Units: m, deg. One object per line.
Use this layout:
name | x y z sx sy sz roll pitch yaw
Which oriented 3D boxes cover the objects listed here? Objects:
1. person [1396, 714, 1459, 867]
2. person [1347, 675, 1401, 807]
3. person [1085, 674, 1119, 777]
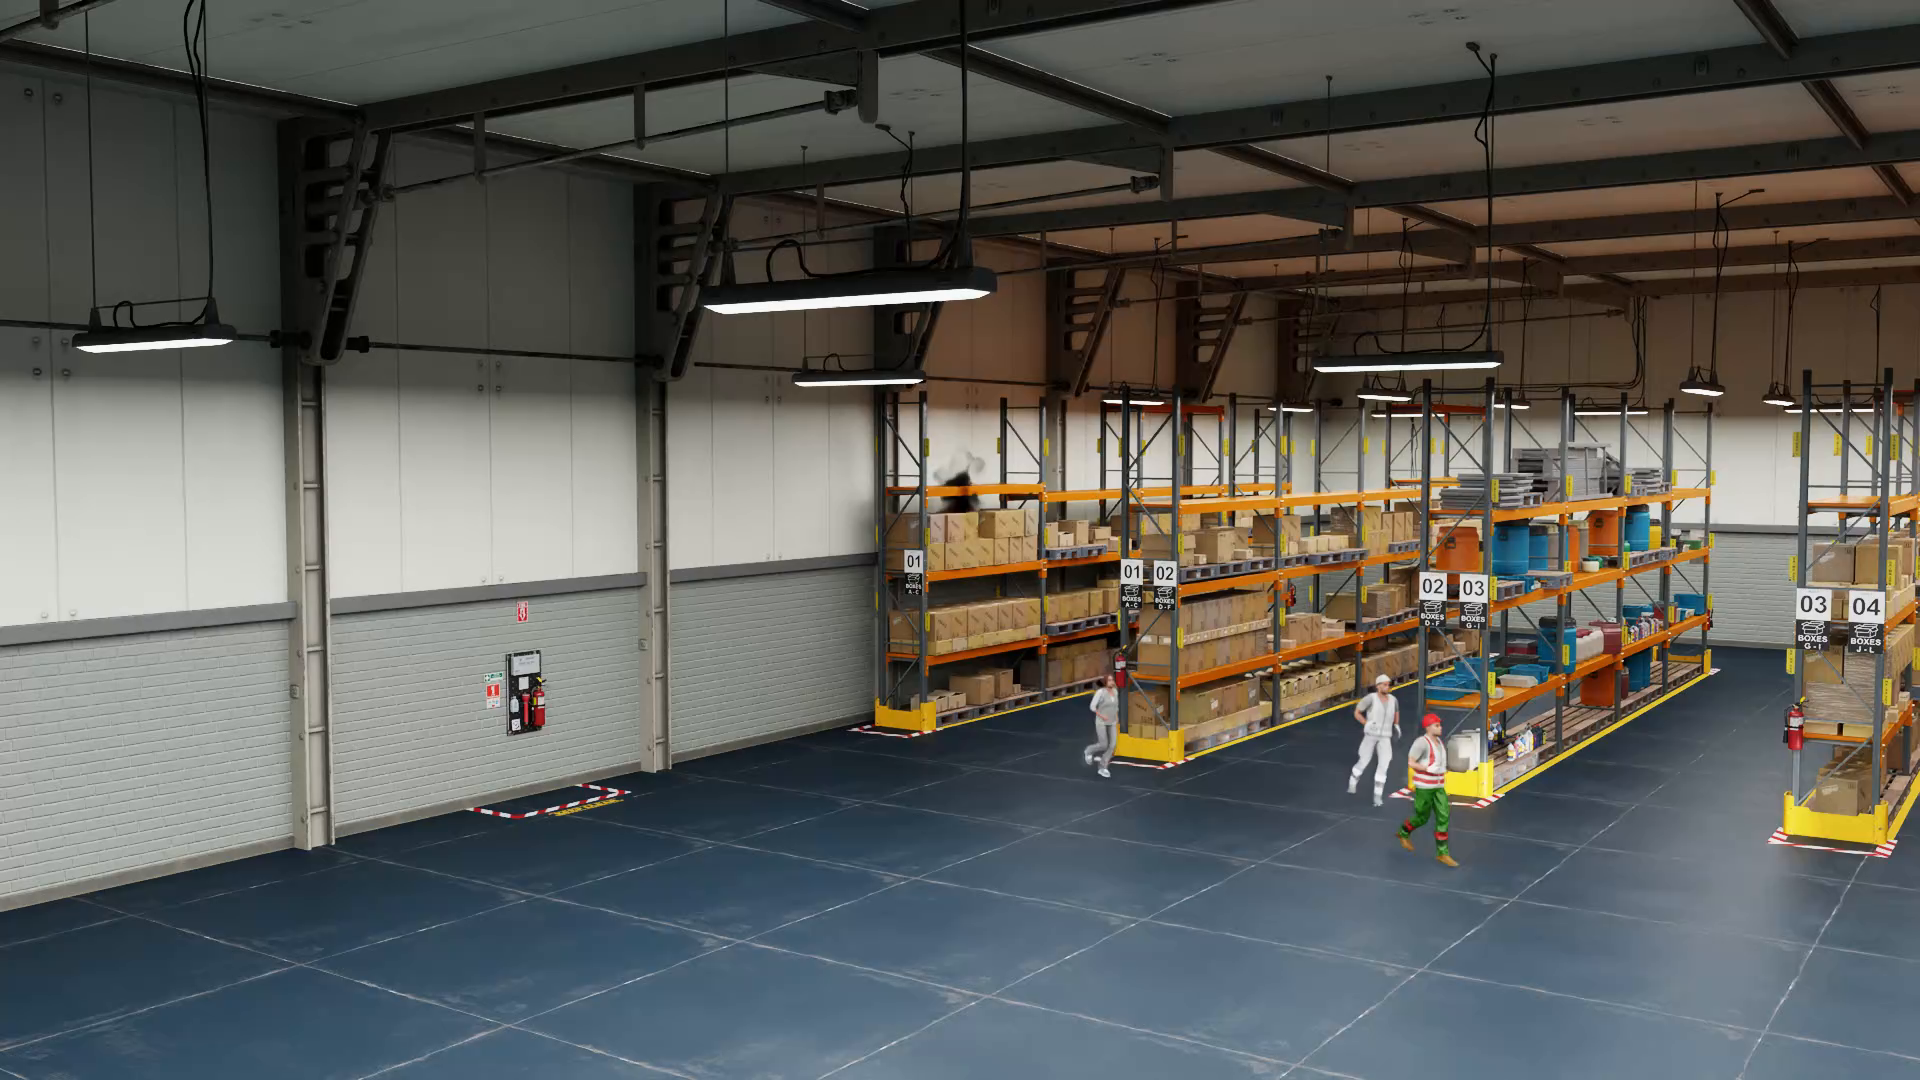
person | 5.631 2.989 20.089 0.637 1.798 0.921 -2 4 -34
person | 5.933 2.802 23.563 0.724 1.792 0.891 0 3 -5
person | 2.219 2.863 25.524 0.542 1.470 0.622 -2 4 -29
